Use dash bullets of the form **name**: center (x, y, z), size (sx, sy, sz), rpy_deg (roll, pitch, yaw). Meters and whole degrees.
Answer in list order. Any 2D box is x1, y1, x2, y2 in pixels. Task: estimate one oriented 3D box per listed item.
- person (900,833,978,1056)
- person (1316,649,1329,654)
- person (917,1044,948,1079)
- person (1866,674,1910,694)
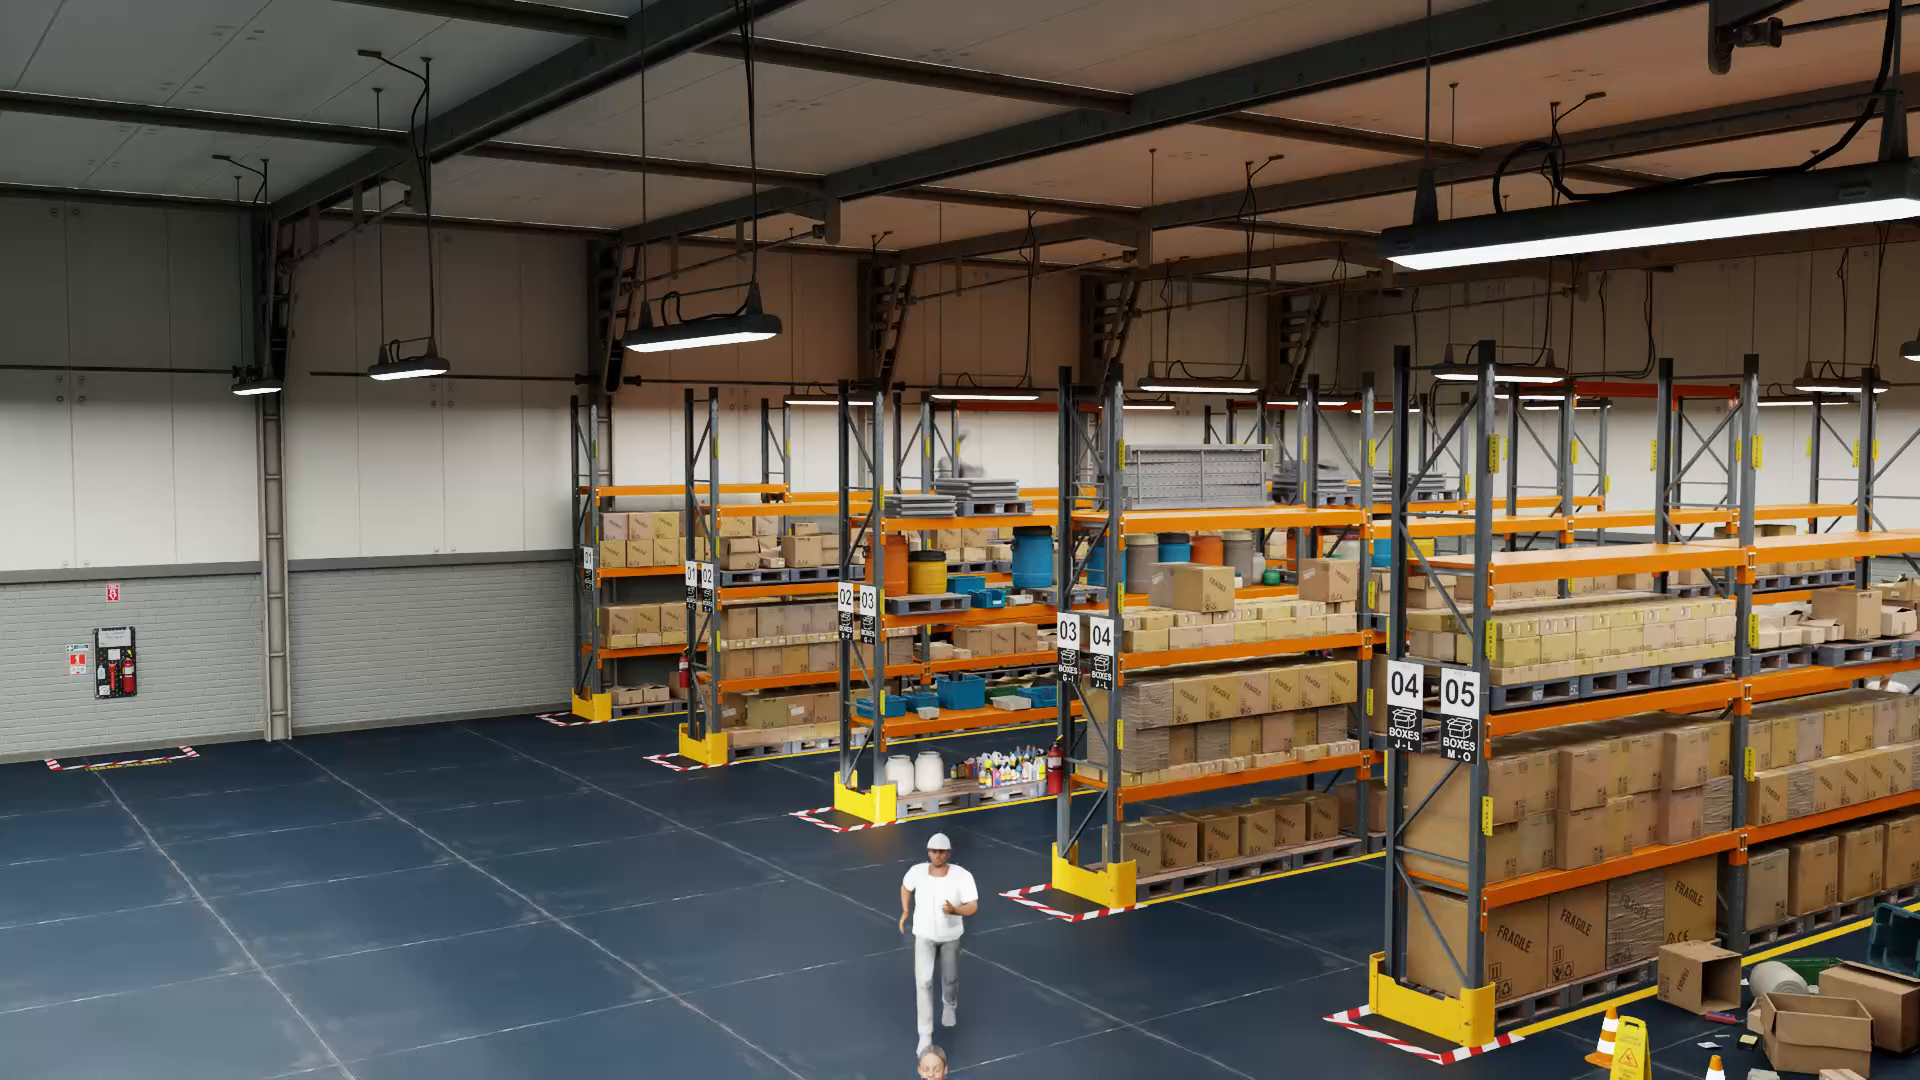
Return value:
- **person**: center (-0.184, 3.407, 14.243), size (0.685, 1.806, 0.871), rpy_deg (0, 3, 3)
- **person**: center (6.818, 2.449, 32.071), size (0.794, 1.586, 0.527), rpy_deg (-3, 5, -43)
- **person**: center (-0.162, 3.761, 9.731), size (0.594, 1.643, 0.736), rpy_deg (0, 3, 5)
- **person**: center (14.078, 2.775, 25.263), size (0.933, 1.756, 0.687), rpy_deg (-3, 4, -40)
